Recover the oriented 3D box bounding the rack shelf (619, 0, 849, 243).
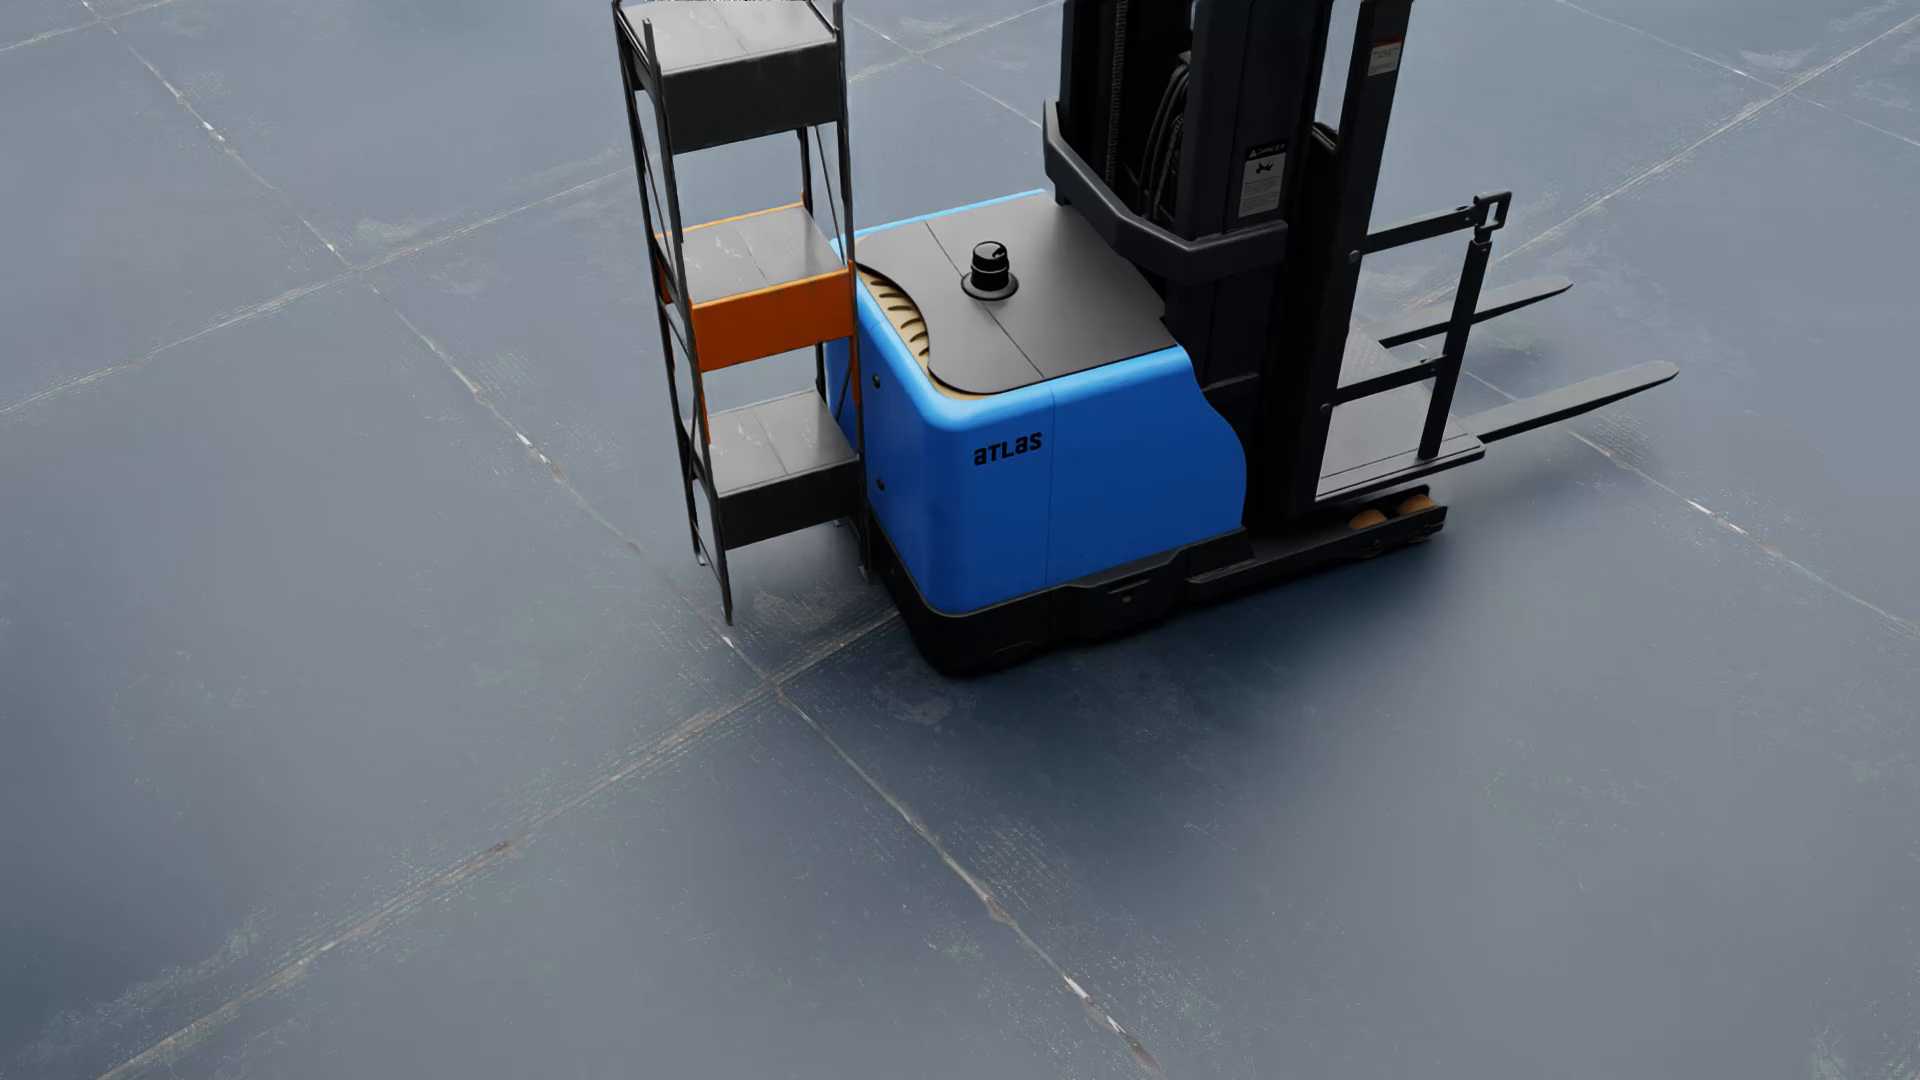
[{"bbox_3d":[-0.606,-1.174,4.463,0.480,0.518,0.431,-16,46,-17],"label":"rack shelf"}]

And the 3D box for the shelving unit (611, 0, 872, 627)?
[{"bbox_3d":[-0.606,-0.673,4.933,0.503,2.100,0.431,-16,46,-17],"label":"shelving unit"}]

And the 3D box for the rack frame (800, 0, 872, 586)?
[{"bbox_3d":[-0.381,-0.739,5.004,0.015,2.100,0.400,-16,46,-17],"label":"rack frame"}]

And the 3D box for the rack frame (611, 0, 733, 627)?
[{"bbox_3d":[-0.830,-0.607,4.863,0.015,2.100,0.400,-16,46,-17],"label":"rack frame"}]

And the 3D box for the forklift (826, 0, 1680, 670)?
[{"bbox_3d":[1.114,-1.324,5.019,3.031,2.935,1.130,-16,46,-17],"label":"forklift"}]

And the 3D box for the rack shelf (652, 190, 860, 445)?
[{"bbox_3d":[-0.606,-0.663,4.943,0.480,0.518,0.431,-16,46,-17],"label":"rack shelf"}]

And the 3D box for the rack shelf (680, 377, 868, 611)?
[{"bbox_3d":[-0.606,-0.153,5.422,0.480,0.518,0.431,-16,46,-17],"label":"rack shelf"}]
